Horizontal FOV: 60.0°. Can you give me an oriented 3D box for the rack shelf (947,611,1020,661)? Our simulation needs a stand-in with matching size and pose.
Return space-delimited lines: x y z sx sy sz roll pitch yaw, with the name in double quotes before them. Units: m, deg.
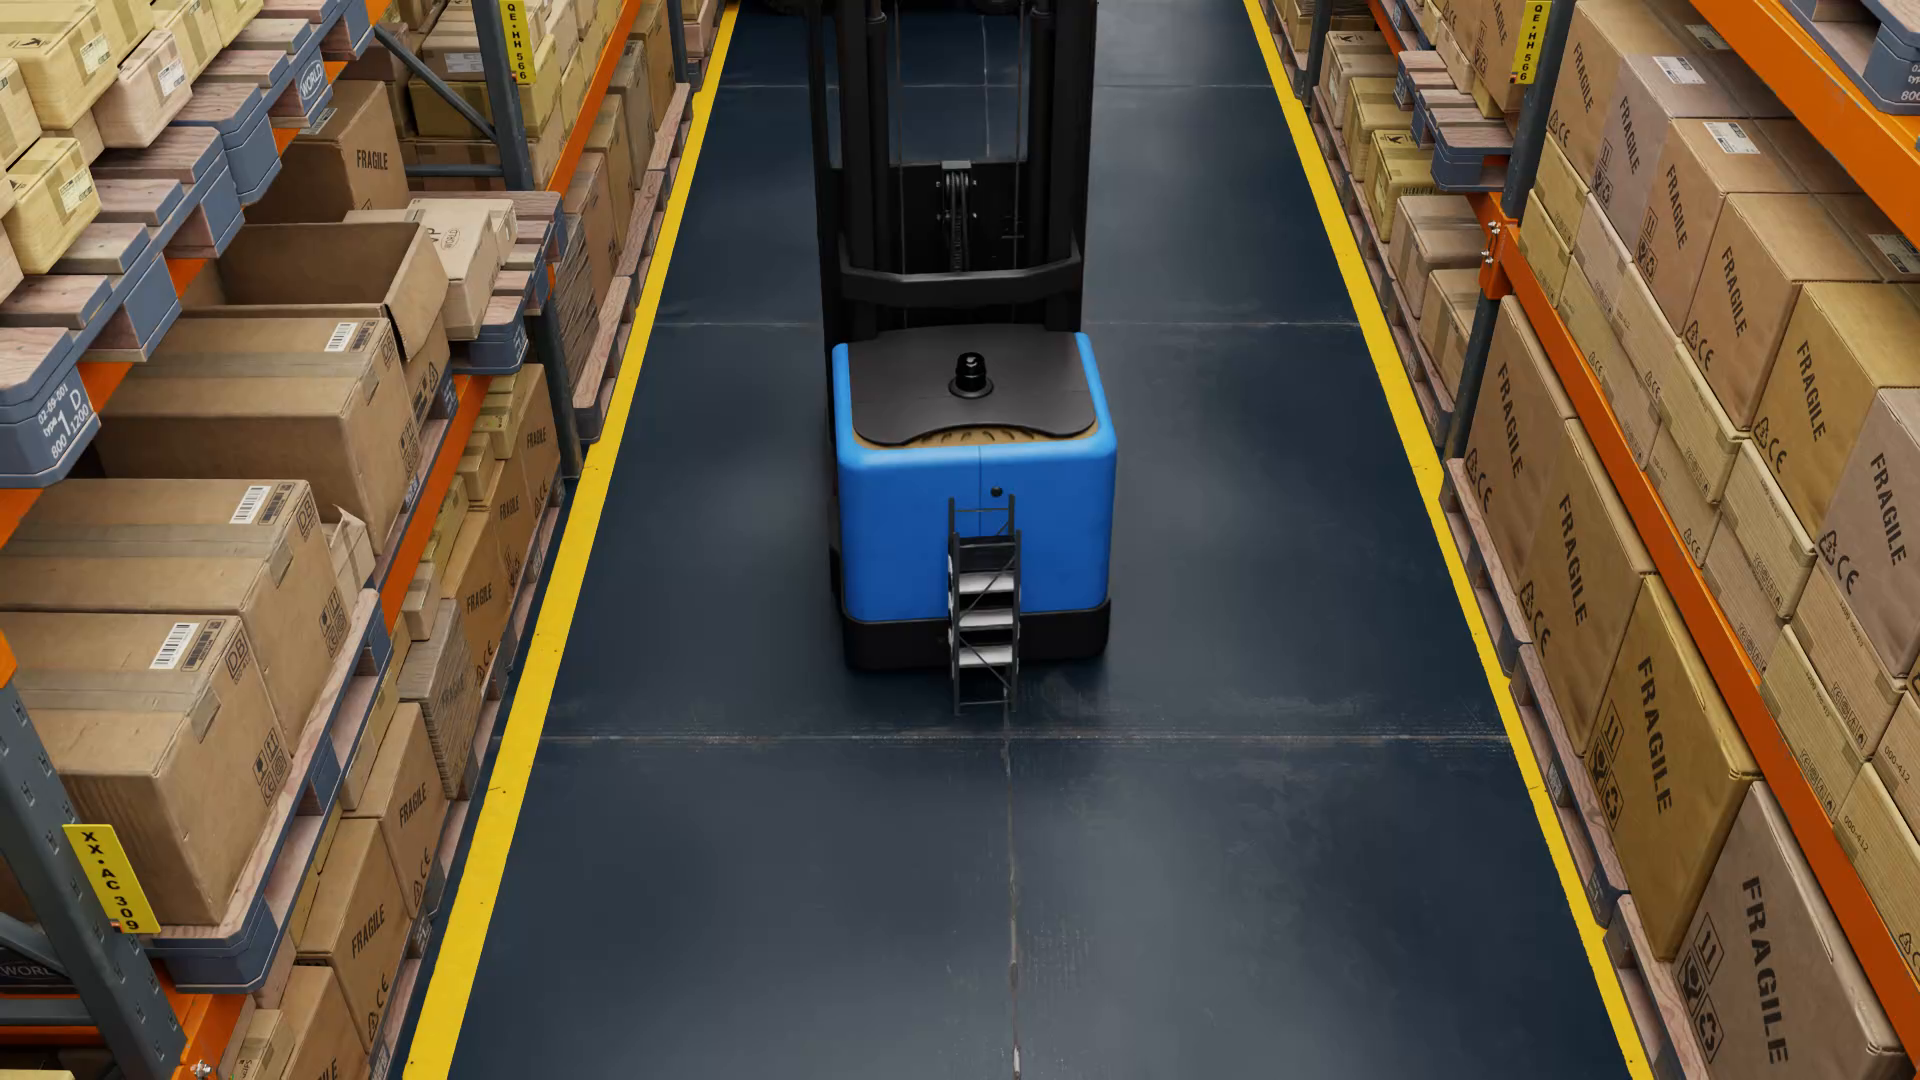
"rack shelf" 0.088 0.353 6.287 0.258 0.077 0.200 -3 39 -4

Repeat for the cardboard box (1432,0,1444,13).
"cardboard box" 2.434 -2.728 7.602 0.500 0.500 0.500 -3 39 -3

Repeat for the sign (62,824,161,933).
"sign" -1.690 0.678 3.313 0.100 0.325 0.005 0 39 0

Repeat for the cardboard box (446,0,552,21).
"cardboard box" -1.971 -2.300 7.122 0.380 0.149 0.250 1 39 1

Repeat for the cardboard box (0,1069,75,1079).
"cardboard box" -1.988 1.282 3.134 0.500 0.250 0.500 1 39 1

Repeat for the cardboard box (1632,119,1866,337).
"cardboard box" 2.478 -0.973 5.186 0.500 0.500 0.500 1 39 1

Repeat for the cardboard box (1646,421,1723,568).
"cardboard box" 2.492 -0.164 5.175 0.500 0.250 0.500 0 39 0

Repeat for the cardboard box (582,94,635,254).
"cardboard box" -2.234 -1.937 8.832 0.875 0.625 0.625 -2 39 -2

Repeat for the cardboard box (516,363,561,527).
"cardboard box" -2.022 -0.404 7.019 0.500 0.500 0.500 1 39 1

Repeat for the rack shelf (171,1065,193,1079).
"rack shelf" -2.231 2.553 2.241 1.077 0.370 4.000 0 39 0

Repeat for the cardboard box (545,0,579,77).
"cardboard box" -1.993 -2.208 7.326 0.500 0.250 0.500 1 39 1

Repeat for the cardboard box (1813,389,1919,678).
"cardboard box" 2.471 -0.017 3.993 0.500 0.500 0.500 1 39 1

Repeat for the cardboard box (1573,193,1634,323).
"cardboard box" 2.479 -0.982 5.797 0.500 0.250 0.500 1 39 1

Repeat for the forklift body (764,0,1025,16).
"forklift body" -0.420 -4.967 11.729 2.313 2.155 1.214 0 39 0

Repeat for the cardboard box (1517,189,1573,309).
"cardboard box" 2.475 -1.121 6.371 0.500 0.250 0.500 -1 39 -1

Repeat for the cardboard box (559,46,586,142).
"cardboard box" -1.989 -2.014 7.484 0.500 0.250 0.500 -1 39 -1

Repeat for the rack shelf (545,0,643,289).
"rack shelf" -2.240 -2.450 8.484 1.077 0.370 4.000 0 39 0

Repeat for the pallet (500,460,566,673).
"pallet" -2.274 0.075 6.988 1.003 0.211 1.213 0 39 0

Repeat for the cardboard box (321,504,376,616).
"cardboard box" -1.851 0.041 4.572 0.396 0.266 0.258 2 39 2

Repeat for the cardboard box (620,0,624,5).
"cardboard box" -2.004 -2.983 8.694 0.500 0.250 0.500 0 39 0

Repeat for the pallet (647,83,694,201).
"pallet" -2.202 -2.433 10.117 1.003 0.211 1.213 0 39 0

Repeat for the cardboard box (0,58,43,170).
"cardboard box" -1.866 -0.724 2.904 0.380 0.149 0.250 1 39 1

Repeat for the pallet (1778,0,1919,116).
"pallet" 2.784 -1.481 4.452 1.003 0.211 1.213 2 39 2

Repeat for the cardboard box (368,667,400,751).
"cardboard box" -2.031 0.539 5.324 0.380 0.149 0.250 1 39 2

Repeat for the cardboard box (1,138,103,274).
"cardboard box" -1.801 -0.603 2.991 0.380 0.149 0.250 0 39 0

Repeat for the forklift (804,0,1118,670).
"forklift" -0.056 -1.547 6.837 1.130 2.935 3.031 -3 39 -4

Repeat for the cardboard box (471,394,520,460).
"cardboard box" -1.952 -0.442 6.548 0.380 0.149 0.250 -2 39 -2

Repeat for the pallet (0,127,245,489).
"pallet" -2.163 -0.484 3.207 1.213 0.211 1.003 0 39 0

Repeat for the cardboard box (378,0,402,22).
"cardboard box" -2.552 -2.139 6.922 0.380 0.149 0.250 1 39 1

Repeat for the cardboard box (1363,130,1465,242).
"cardboard box" 2.731 -1.914 9.005 0.950 0.372 0.625 1 39 1

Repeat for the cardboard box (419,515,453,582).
"cardboard box" -2.040 0.043 5.942 0.380 0.149 0.250 -1 39 -1

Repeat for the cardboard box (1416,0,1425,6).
"cardboard box" 2.410 -2.726 8.118 0.380 0.149 0.250 -1 39 -1

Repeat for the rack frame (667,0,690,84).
"rack frame" -2.242 -3.982 9.820 1.000 3.000 0.127 0 39 0

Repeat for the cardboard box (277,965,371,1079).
"cardboard box" -2.008 1.530 4.605 0.500 0.500 0.500 2 39 2

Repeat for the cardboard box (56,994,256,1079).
"cardboard box" -2.028 1.239 4.212 0.380 0.149 0.250 -1 39 -1

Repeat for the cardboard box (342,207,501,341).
"cardboard box" -1.913 -0.926 5.791 0.500 0.250 0.500 -2 39 -2

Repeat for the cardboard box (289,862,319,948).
"cardboard box" -2.057 1.021 4.721 0.380 0.149 0.250 -2 39 -2

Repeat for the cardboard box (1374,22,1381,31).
"cardboard box" 2.991 -3.448 11.016 0.500 0.250 0.500 -2 39 -2

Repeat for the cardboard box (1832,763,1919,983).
"cardboard box" 2.478 0.793 3.981 0.500 0.250 0.500 -1 39 -1

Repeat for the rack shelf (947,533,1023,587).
"rack shelf" 0.088 0.072 6.062 0.258 0.077 0.200 -3 39 -4

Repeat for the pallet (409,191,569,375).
"pallet" -2.167 -0.982 6.230 1.213 0.211 1.003 0 39 0

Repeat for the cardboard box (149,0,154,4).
"cardboard box" -1.910 -1.204 3.502 0.380 0.149 0.250 0 39 1

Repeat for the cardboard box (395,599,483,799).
"cardboard box" -2.009 0.561 5.815 0.500 0.500 0.500 -1 39 -2

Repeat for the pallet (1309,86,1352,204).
"pallet" 2.724 -2.413 10.092 1.003 0.211 1.213 0 39 0

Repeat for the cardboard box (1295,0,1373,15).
"cardboard box" 2.453 -3.741 10.783 0.500 0.500 0.500 -1 39 -1

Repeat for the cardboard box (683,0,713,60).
"cardboard box" -1.912 -3.375 10.926 0.500 0.250 0.500 0 39 0

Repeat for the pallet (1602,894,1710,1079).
"pallet" 2.655 1.621 5.059 1.003 0.211 1.213 0 39 0

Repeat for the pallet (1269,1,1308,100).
"pallet" 2.685 -3.319 11.223 1.003 0.211 1.213 0 39 0

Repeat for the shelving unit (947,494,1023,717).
"shelving unit" 0.088 0.257 6.210 0.258 0.900 0.210 -3 39 -4

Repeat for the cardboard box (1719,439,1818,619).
"cardboard box" 2.473 -0.033 4.613 0.500 0.250 0.500 1 39 1

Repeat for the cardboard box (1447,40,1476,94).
"cardboard box" 2.373 -2.082 7.314 0.380 0.149 0.250 0 39 0

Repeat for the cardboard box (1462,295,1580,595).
"cardboard box" 2.644 -0.389 6.700 0.875 0.875 0.875 0 39 0

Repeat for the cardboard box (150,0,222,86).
"cardboard box" -1.839 -1.080 3.586 0.380 0.149 0.250 0 39 -1

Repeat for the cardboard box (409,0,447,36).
"cardboard box" -2.518 -2.217 7.338 0.500 0.250 0.500 0 39 0

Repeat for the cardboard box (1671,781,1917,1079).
"cardboard box" 2.650 1.293 4.601 0.875 0.875 0.875 1 39 1
